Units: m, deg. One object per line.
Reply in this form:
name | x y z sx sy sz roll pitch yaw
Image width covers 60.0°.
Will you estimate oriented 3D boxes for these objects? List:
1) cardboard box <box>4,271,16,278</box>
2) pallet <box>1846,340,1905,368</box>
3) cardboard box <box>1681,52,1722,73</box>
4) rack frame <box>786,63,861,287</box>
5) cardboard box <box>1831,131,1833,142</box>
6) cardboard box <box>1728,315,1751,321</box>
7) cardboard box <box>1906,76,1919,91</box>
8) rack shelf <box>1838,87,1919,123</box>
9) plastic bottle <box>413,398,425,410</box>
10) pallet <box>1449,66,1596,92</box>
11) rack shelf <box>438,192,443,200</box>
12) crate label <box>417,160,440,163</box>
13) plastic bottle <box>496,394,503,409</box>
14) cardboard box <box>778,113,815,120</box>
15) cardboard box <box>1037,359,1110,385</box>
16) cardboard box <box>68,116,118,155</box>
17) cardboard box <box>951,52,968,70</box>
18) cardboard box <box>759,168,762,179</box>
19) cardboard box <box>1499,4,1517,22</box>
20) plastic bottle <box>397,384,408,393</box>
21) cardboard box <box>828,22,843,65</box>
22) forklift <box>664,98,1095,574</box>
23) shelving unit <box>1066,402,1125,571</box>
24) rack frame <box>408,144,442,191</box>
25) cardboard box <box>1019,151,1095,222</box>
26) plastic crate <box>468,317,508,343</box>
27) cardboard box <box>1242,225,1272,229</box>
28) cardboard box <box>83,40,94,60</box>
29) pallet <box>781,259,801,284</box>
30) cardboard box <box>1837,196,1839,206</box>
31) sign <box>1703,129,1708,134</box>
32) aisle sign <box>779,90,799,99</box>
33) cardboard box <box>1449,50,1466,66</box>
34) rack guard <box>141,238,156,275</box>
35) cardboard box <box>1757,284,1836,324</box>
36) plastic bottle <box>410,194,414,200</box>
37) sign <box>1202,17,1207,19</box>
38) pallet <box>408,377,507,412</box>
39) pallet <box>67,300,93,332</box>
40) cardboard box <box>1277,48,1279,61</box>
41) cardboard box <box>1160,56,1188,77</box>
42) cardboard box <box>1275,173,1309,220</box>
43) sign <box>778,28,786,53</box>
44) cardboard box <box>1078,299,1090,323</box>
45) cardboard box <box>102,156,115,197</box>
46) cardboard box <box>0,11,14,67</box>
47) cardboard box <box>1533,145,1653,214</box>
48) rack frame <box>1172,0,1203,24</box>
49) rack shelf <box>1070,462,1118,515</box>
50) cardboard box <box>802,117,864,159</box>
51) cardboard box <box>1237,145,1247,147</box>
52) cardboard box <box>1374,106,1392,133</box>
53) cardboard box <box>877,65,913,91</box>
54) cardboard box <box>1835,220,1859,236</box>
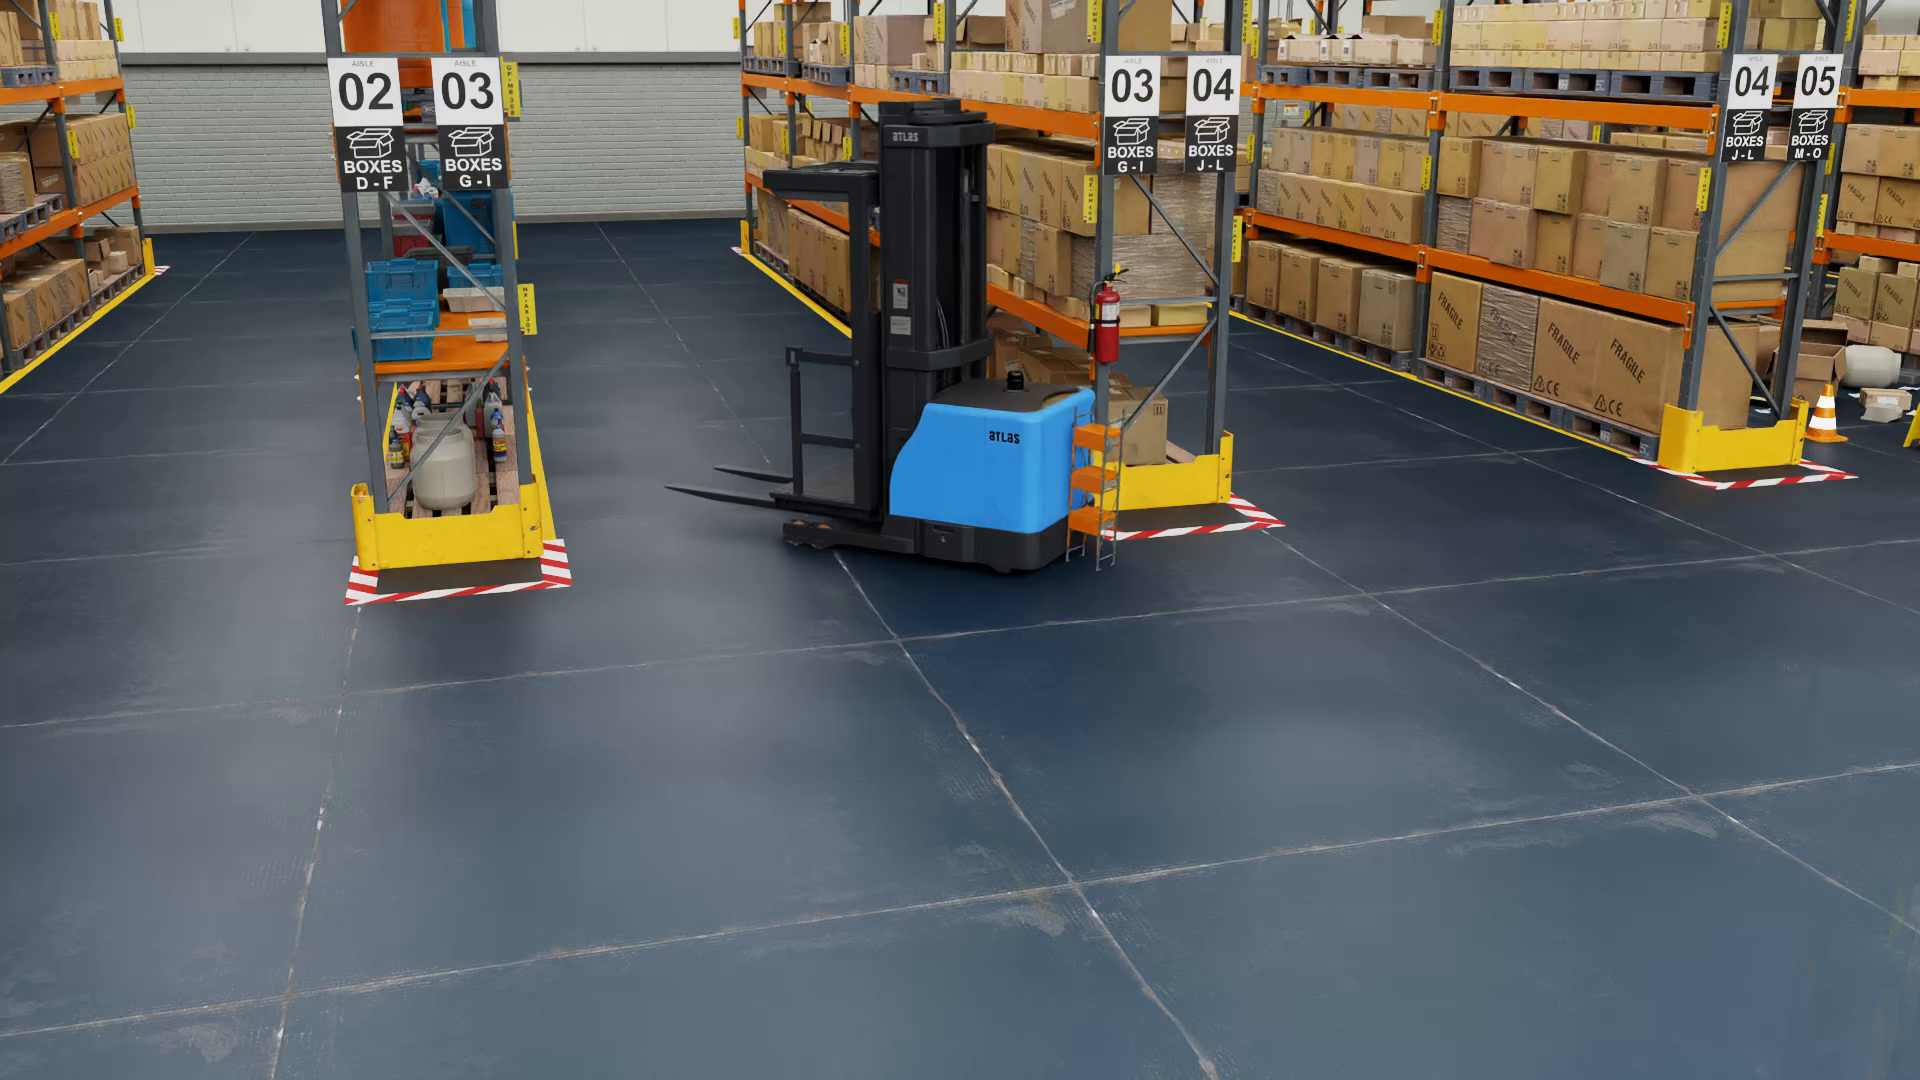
cardboard box | -11.190 -2.813 19.181 0.500 0.500 0.500 -4 17 -15
pallet | 10.095 -2.072 17.983 1.003 0.211 1.213 -5 17 -15
cardboard box | 5.827 -3.695 12.858 0.380 0.149 0.250 -5 17 -15
rack frame | -1.851 -5.020 22.949 1.000 3.000 0.127 -5 17 -15
cardboard box | 12.922 -5.778 24.563 0.797 0.503 0.637 -5 17 -17
cardboard box | 8.173 -2.607 17.945 0.500 0.500 0.500 -5 17 -15
cardboard box | 9.919 -4.664 16.989 0.380 0.149 0.250 -5 17 -15
rack shelf | 10.426 -4.129 16.021 1.077 0.370 4.000 -5 17 -15
plastic bottle | -4.435 -1.033 13.654 0.097 0.271 0.097 0 17 0
pallet | 5.360 -4.338 15.620 1.003 0.211 1.213 -5 17 -15
rack shelf | -7.162 -4.837 23.591 1.077 0.370 4.000 -5 17 -15
crate label | -7.961 -5.589 25.030 0.416 0.233 0.303 -5 17 -15
plastic bottle | -3.823 -1.075 13.773 0.061 0.283 0.133 -4 17 -12
cardboard box | -2.563 -6.442 26.124 0.500 0.500 0.500 -4 17 -15
cardboard box | 0.941 -1.216 13.900 0.500 0.500 0.500 -3 17 -10
cardboard box | -11.802 -5.487 22.592 0.500 0.500 0.500 -4 17 -14
cardboard box | 0.141 -4.248 14.735 0.380 0.149 0.250 -5 17 -17
cardboard box | -2.814 -5.526 25.071 0.380 0.149 0.250 -5 17 -16
cardboard box | 5.129 -4.780 15.084 0.380 0.149 0.250 -5 17 -16
plastic bottle | -4.748 -1.196 14.199 0.097 0.271 0.097 0 17 0
cardboard box | -1.310 -5.994 20.074 0.500 0.500 0.500 -4 17 -12
forklift | -0.633 -1.466 11.236 3.031 2.935 1.130 8 19 26
shelving unit | 0.874 -0.346 10.760 0.252 1.050 0.215 17 23 37
rack frame | -6.613 -4.628 21.645 1.000 3.000 0.127 -5 17 -15
cardboard box | 0.781 -2.779 13.059 0.500 0.500 0.500 -5 17 -15
plastic crate | -3.252 -1.456 11.542 0.298 0.136 0.250 -5 17 -15
cardboard box | 3.949 -3.991 21.835 0.500 0.250 0.500 -5 17 -16
cardboard box | -11.674 -6.412 21.760 0.500 0.250 0.500 -5 17 -15
pallet | -1.984 -3.901 24.071 1.003 0.211 1.213 -5 17 -15
cardboard box | 10.028 -3.849 18.758 0.380 0.149 0.250 -4 17 -14
sign | 11.930 -6.566 26.593 0.100 0.325 0.005 -5 17 -15
aisle sign | -2.681 -7.415 26.404 0.394 0.787 0.004 -5 17 -15
cardboard box | 4.918 -4.609 15.900 0.380 0.149 0.250 -5 17 -16
rack guard | -12.455 -4.126 24.318 1.175 0.500 0.348 -5 17 -15
cardboard box | 9.730 -2.678 18.990 0.950 0.372 0.625 -4 17 -15
plastic bottle | -6.349 -3.860 19.292 0.061 0.283 0.133 -5 17 -15
sign | 3.479 -7.302 23.748 0.100 0.325 0.005 -5 17 -15
pallet | -4.667 -1.294 15.393 1.003 0.211 1.213 -5 17 -15
pallet | -11.117 -2.680 20.007 1.003 0.211 1.213 -5 17 -15
cardboard box | 3.983 -5.738 19.658 0.380 0.149 0.250 -5 18 -17
cardboard box | 1.594 -3.351 11.746 0.380 0.149 0.250 -5 17 -16
cardboard box | 4.052 -4.039 19.512 0.500 0.500 0.500 -5 17 -16
sign | -2.384 -6.698 22.284 0.100 0.325 0.005 -5 17 -15
cardboard box | 1.102 -1.712 12.373 0.380 0.149 0.250 -5 17 -15
cardboard box | -11.675 -4.868 22.272 0.500 0.500 0.500 -5 17 -16
cardboard box | -11.103 -5.643 18.732 0.600 0.600 0.600 -5 17 -16
cardboard box | 5.645 -3.206 14.774 0.875 0.550 0.500 -5 17 -15
rack frame | 2.946 -8.257 23.298 1.000 3.000 0.127 -5 17 -15
rack shelf | 0.873 -0.336 10.763 0.240 0.259 0.215 17 23 37
cardboard box | -1.667 -5.372 22.204 0.797 0.503 0.637 -5 17 -17
cardboard box | 3.742 -5.150 22.055 0.380 0.149 0.250 -4 17 -14
cardboard box | 7.002 -6.720 26.697 0.500 0.500 0.500 -4 17 -15
cardboard box | -0.576 -4.844 17.412 0.500 0.250 0.500 -4 17 -14
cardboard box | 9.655 -3.358 17.852 0.380 0.149 0.250 -5 17 -16
